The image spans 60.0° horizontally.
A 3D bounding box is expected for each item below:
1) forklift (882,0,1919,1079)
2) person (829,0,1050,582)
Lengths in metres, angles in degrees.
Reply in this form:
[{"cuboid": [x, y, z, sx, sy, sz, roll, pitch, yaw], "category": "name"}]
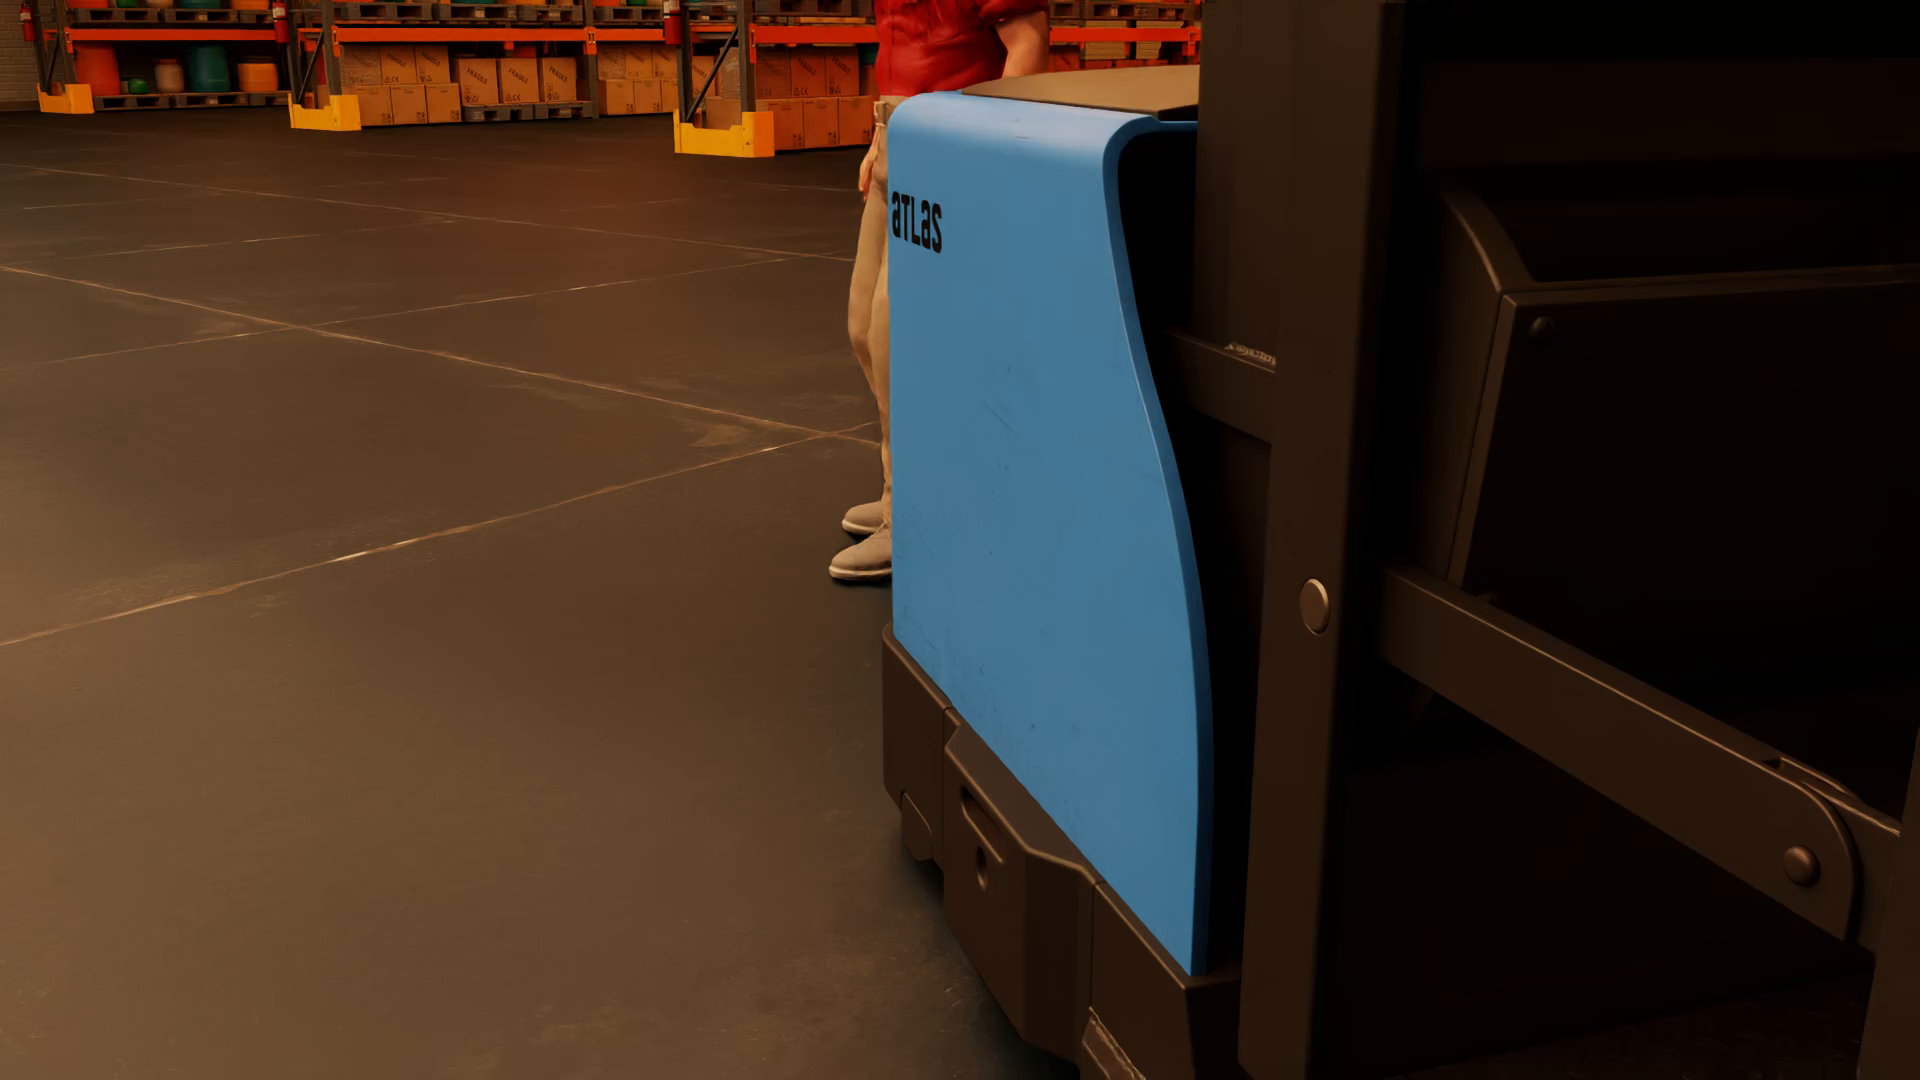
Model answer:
[{"cuboid": [0.843, -0.623, 0.949, 1.130, 2.935, 3.031, -6, 18, -18], "category": "forklift"}, {"cuboid": [-0.118, -0.806, 3.651, 0.504, 1.711, 0.637, -6, 18, -20], "category": "person"}]
